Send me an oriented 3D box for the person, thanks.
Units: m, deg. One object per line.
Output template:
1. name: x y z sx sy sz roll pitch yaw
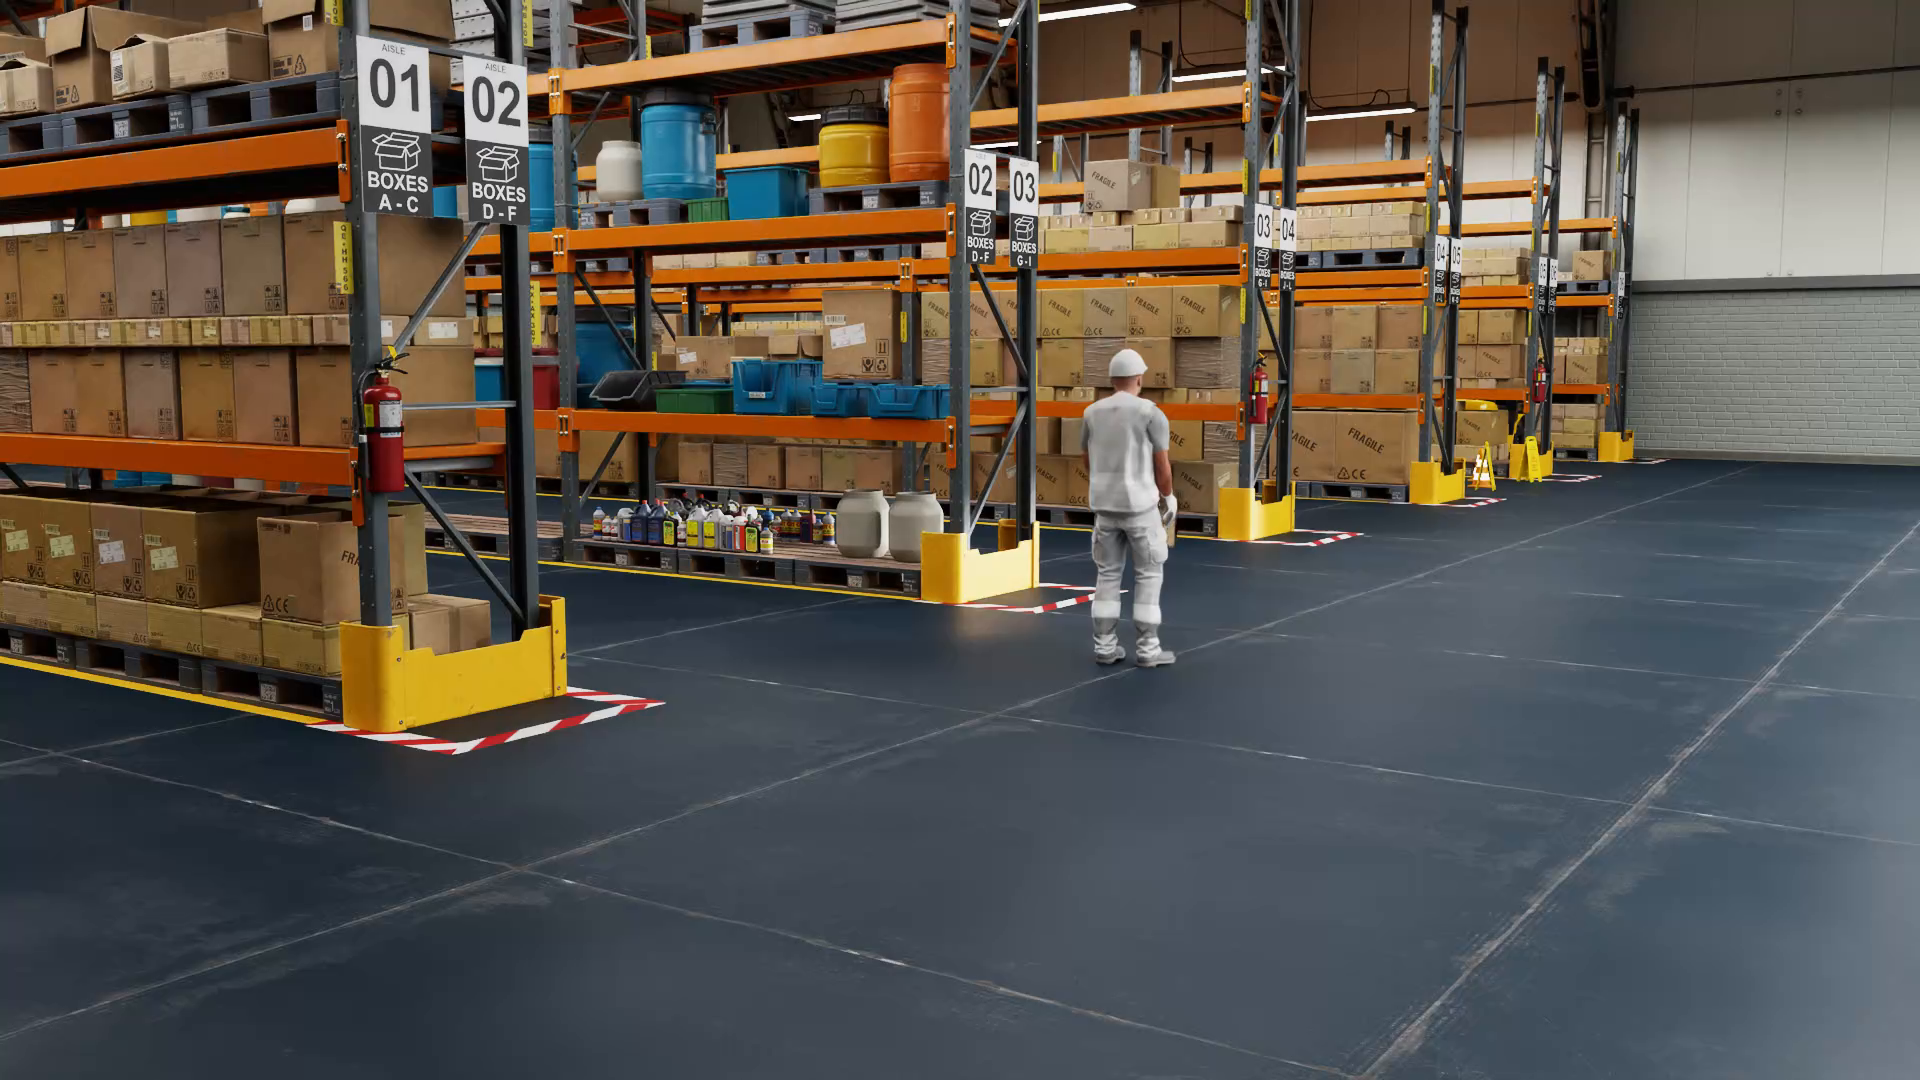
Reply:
1. person: 0.956 -0.182 9.457 0.537 1.791 0.449 4 7 32
